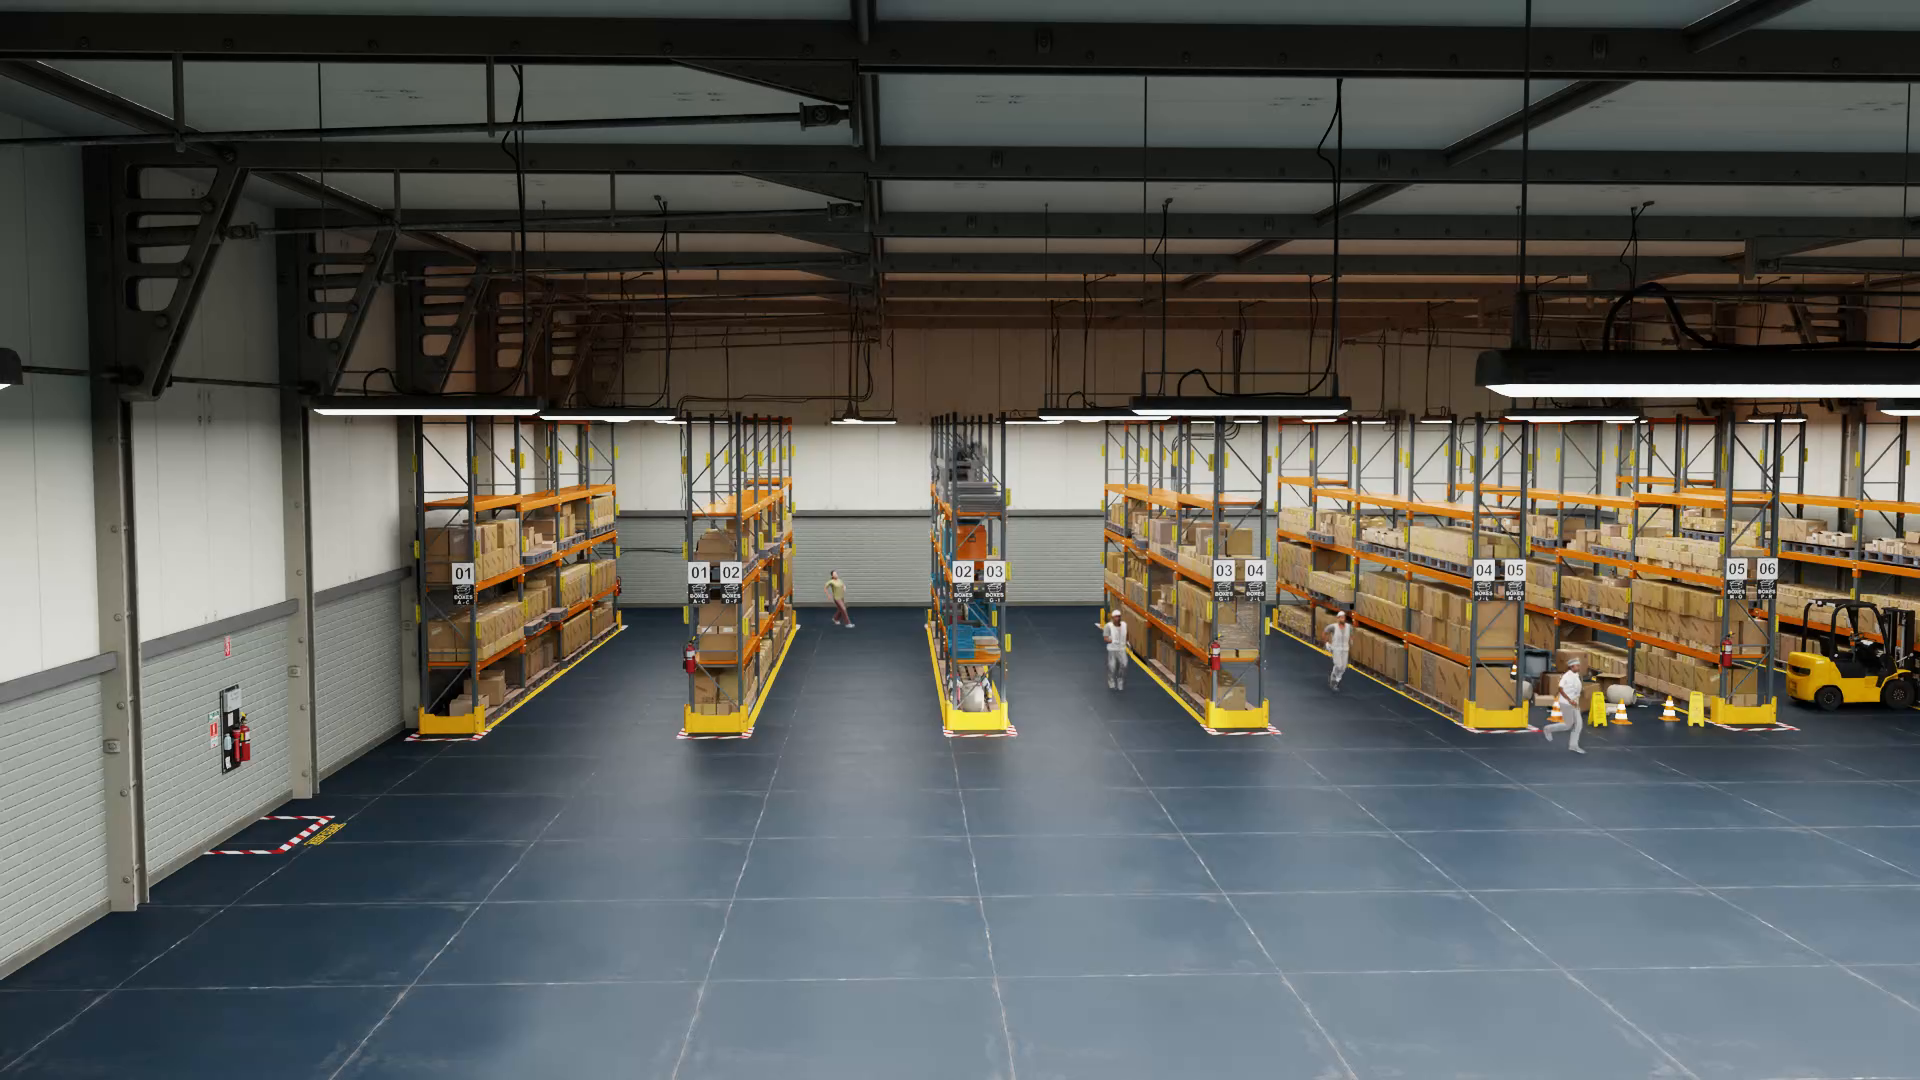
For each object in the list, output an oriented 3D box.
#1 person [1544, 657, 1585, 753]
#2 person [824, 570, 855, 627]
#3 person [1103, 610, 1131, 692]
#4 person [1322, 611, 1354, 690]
[{"bbox_3d":[10.756,2.900,29.471,0.753,1.679,0.600,3,5,41],"label":"person"},{"bbox_3d":[-3.428,1.673,47.317,0.936,1.600,0.622,3,5,39],"label":"person"},{"bbox_3d":[3.405,2.392,35.913,0.662,1.774,0.785,-1,4,-11],"label":"person"},{"bbox_3d":[8.211,2.400,35.870,0.656,1.736,0.633,-1,4,-12],"label":"person"}]
